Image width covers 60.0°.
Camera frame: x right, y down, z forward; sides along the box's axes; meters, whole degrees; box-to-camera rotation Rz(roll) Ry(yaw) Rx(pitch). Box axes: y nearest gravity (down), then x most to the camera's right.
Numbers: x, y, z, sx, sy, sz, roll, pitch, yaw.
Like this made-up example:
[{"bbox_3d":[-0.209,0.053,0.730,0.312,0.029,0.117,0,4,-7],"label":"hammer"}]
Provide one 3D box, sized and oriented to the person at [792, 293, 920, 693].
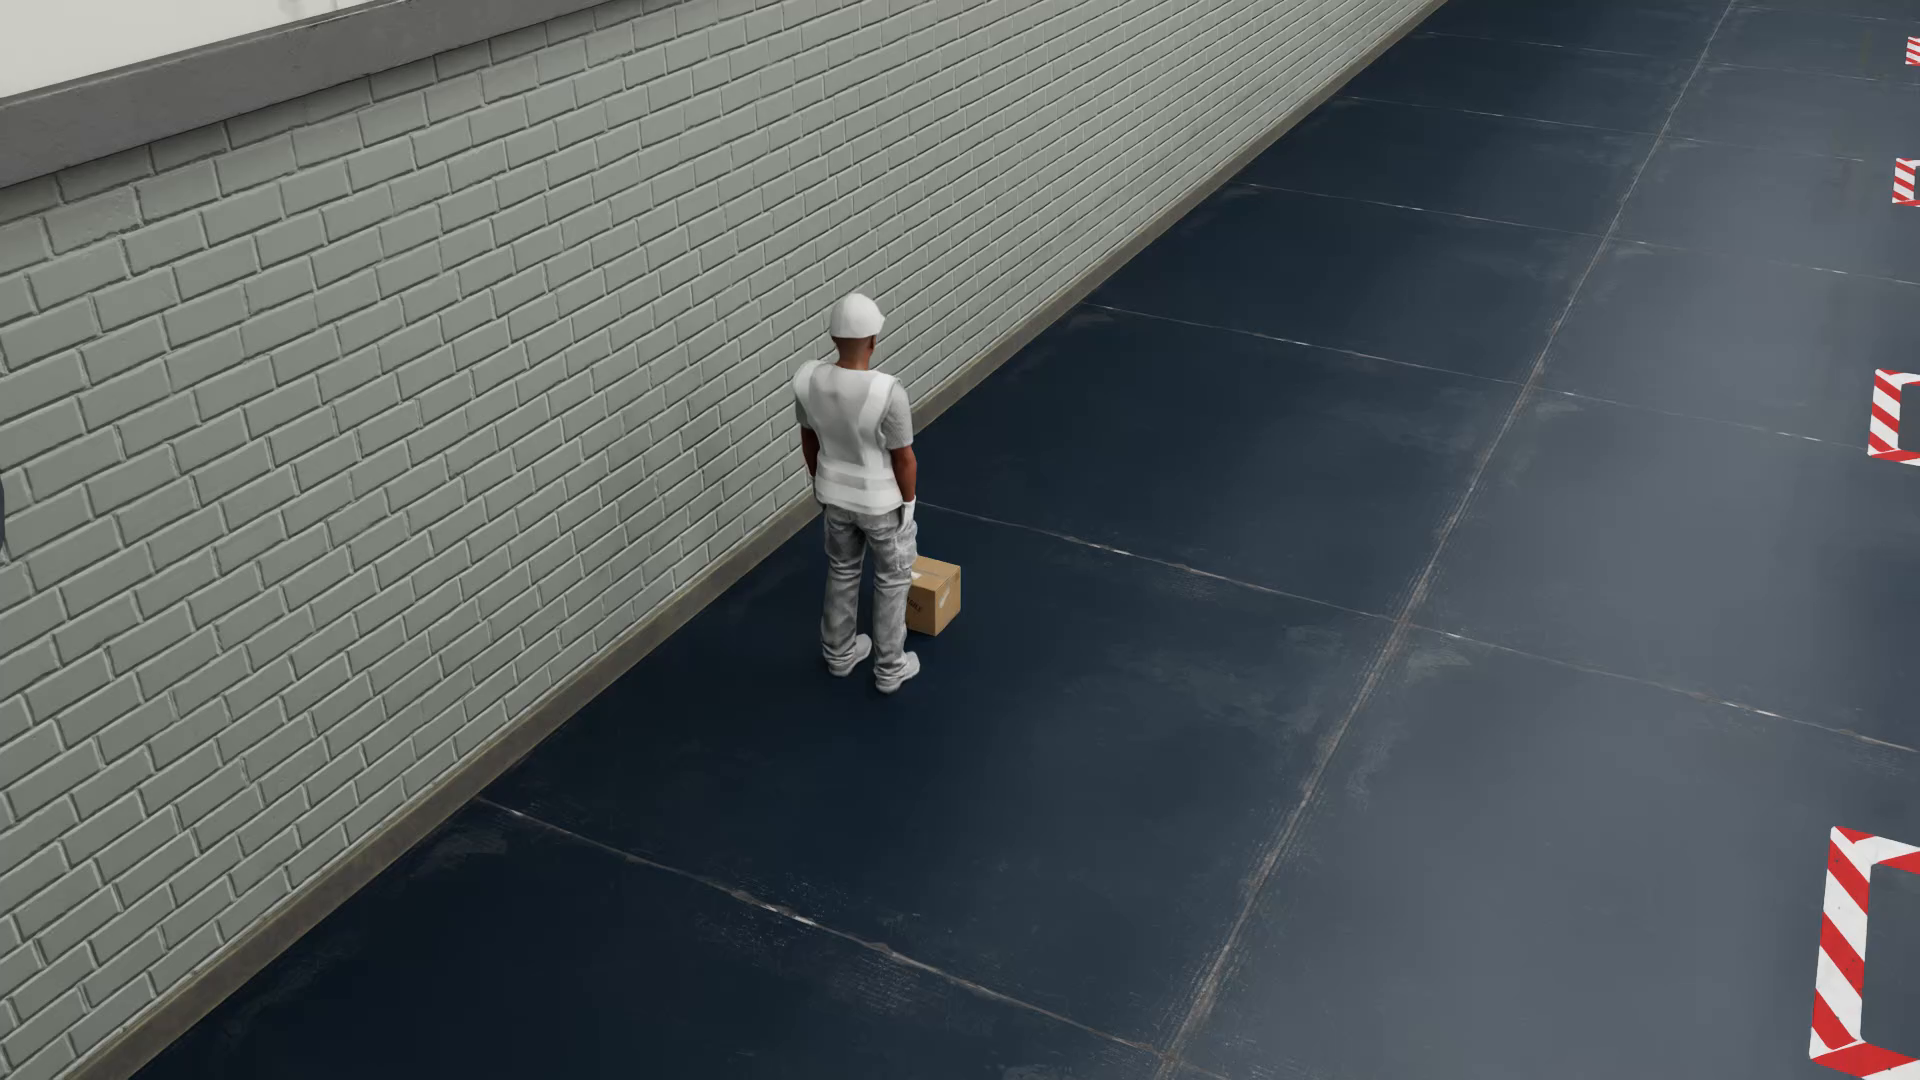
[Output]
[{"bbox_3d":[-0.416,-0.190,7.023,0.547,1.783,0.357,15,33,24],"label":"person"}]
